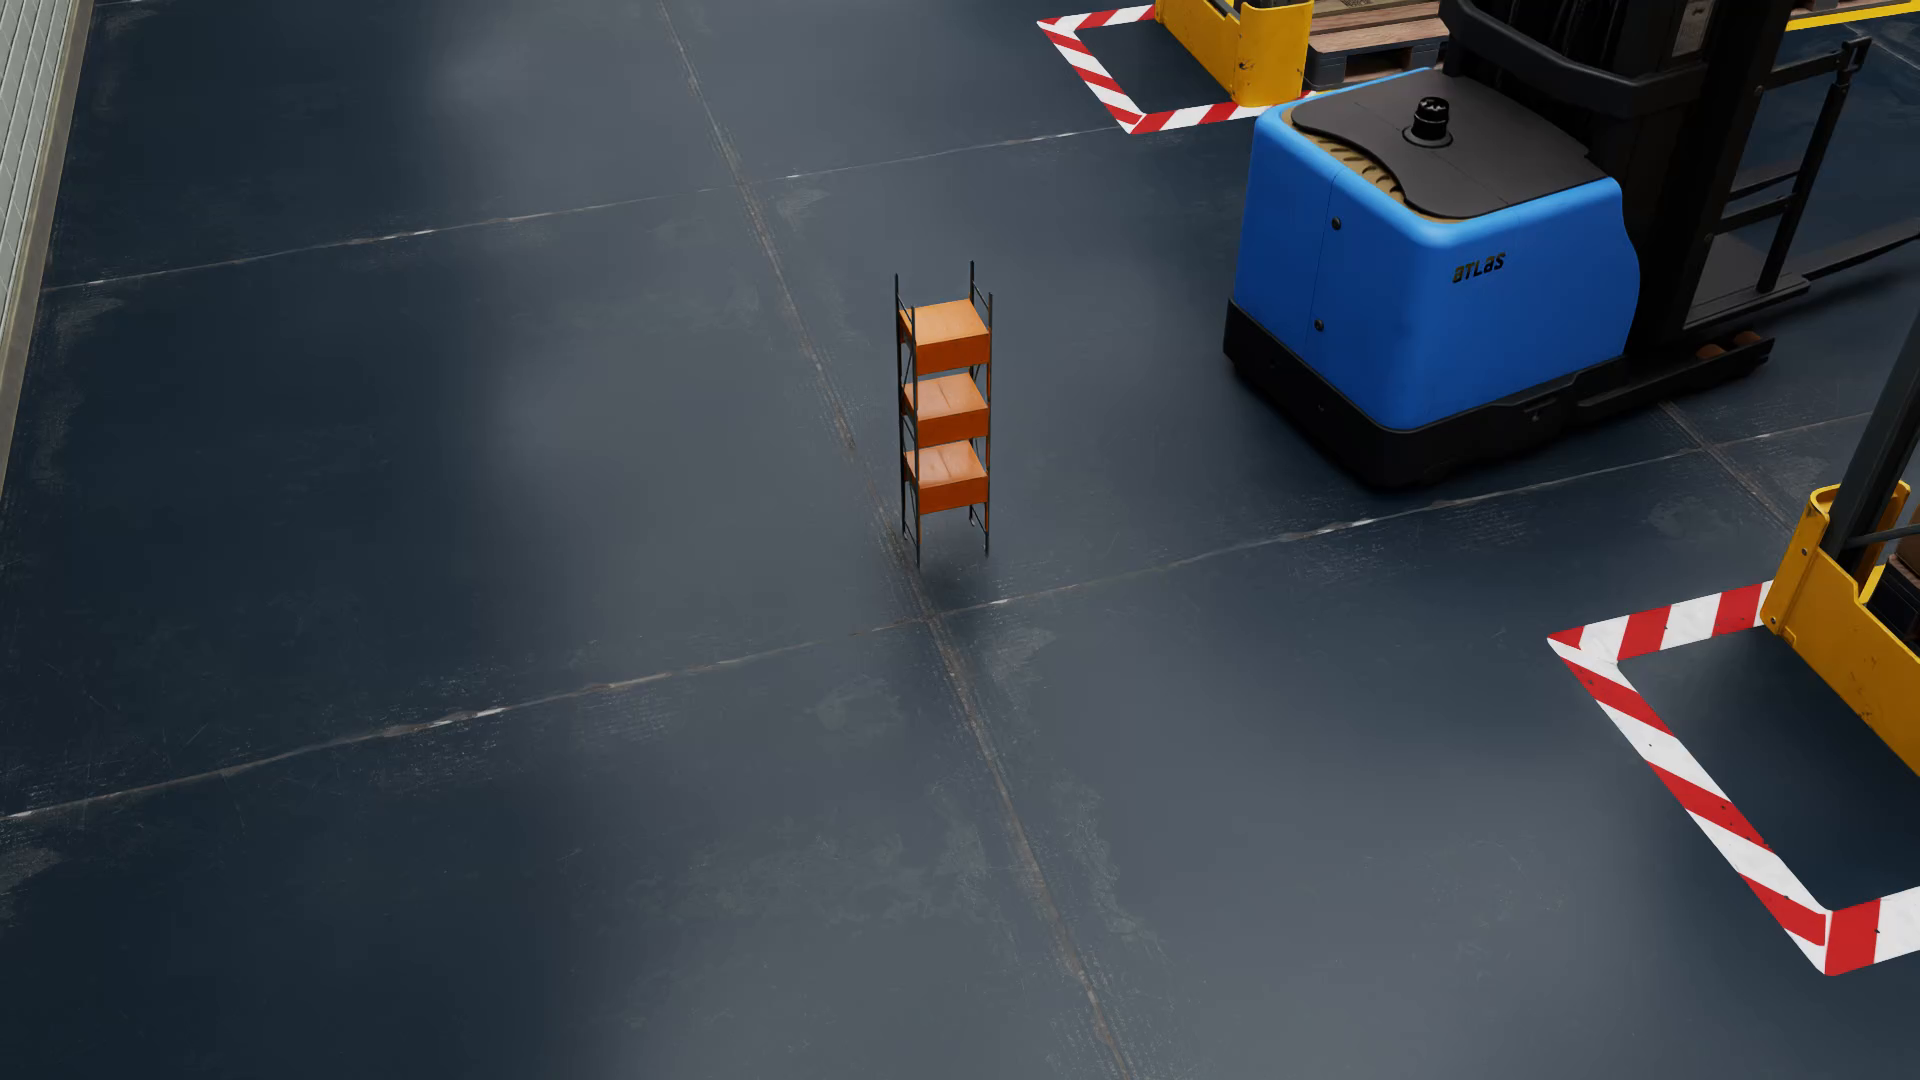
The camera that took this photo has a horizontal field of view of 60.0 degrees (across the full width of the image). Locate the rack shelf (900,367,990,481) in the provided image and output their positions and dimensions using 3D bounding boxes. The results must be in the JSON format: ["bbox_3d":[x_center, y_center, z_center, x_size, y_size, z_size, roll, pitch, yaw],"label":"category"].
[{"bbox_3d":[-0.051,-0.377,5.399,0.240,0.259,0.215,-12,42,-13],"label":"rack shelf"}]

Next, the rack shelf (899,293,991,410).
[{"bbox_3d":[-0.051,-0.591,5.213,0.240,0.259,0.215,-12,42,-13],"label":"rack shelf"}]

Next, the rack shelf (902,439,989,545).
[{"bbox_3d":[-0.051,-0.168,5.582,0.240,0.259,0.215,-12,42,-13],"label":"rack shelf"}]

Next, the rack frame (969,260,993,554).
[{"bbox_3d":[0.065,-0.409,5.420,0.008,1.050,0.200,-12,42,-13],"label":"rack frame"}]

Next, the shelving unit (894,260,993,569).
[{"bbox_3d":[-0.051,-0.385,5.392,0.252,1.050,0.215,-12,42,-13],"label":"shelving unit"}]

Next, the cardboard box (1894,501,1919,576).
[{"bbox_3d":[3.320,-0.037,5.078,0.500,0.500,0.500,-12,42,-13],"label":"cardboard box"}]

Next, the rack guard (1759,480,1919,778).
[{"bbox_3d":[2.948,0.376,4.940,0.348,0.500,1.175,-12,42,-13],"label":"rack guard"}]

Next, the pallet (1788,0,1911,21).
[{"bbox_3d":[4.517,-3.231,9.287,1.213,0.211,1.003,-12,42,-13],"label":"pallet"}]

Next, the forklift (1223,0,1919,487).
[{"bbox_3d":[2.573,-1.980,5.789,3.031,2.935,1.130,-19,45,-21],"label":"forklift"}]

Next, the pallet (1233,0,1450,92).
[{"bbox_3d":[2.190,-2.748,8.735,1.213,0.211,1.003,-12,42,-13],"label":"pallet"}]

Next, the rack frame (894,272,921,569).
[{"bbox_3d":[-0.167,-0.361,5.365,0.008,1.050,0.200,-12,42,-13],"label":"rack frame"}]

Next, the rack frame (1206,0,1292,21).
[{"bbox_3d":[1.391,-3.660,7.659,0.127,3.000,1.000,-12,42,-13],"label":"rack frame"}]

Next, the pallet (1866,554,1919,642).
[{"bbox_3d":[3.708,0.327,5.216,1.213,0.211,1.003,-12,42,-13],"label":"pallet"}]

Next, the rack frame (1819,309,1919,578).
[{"bbox_3d":[2.876,-0.551,4.100,0.127,3.000,1.000,-12,42,-13],"label":"rack frame"}]

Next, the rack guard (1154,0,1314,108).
[{"bbox_3d":[1.372,-2.706,8.467,0.348,0.500,1.175,-12,42,-13],"label":"rack guard"}]
